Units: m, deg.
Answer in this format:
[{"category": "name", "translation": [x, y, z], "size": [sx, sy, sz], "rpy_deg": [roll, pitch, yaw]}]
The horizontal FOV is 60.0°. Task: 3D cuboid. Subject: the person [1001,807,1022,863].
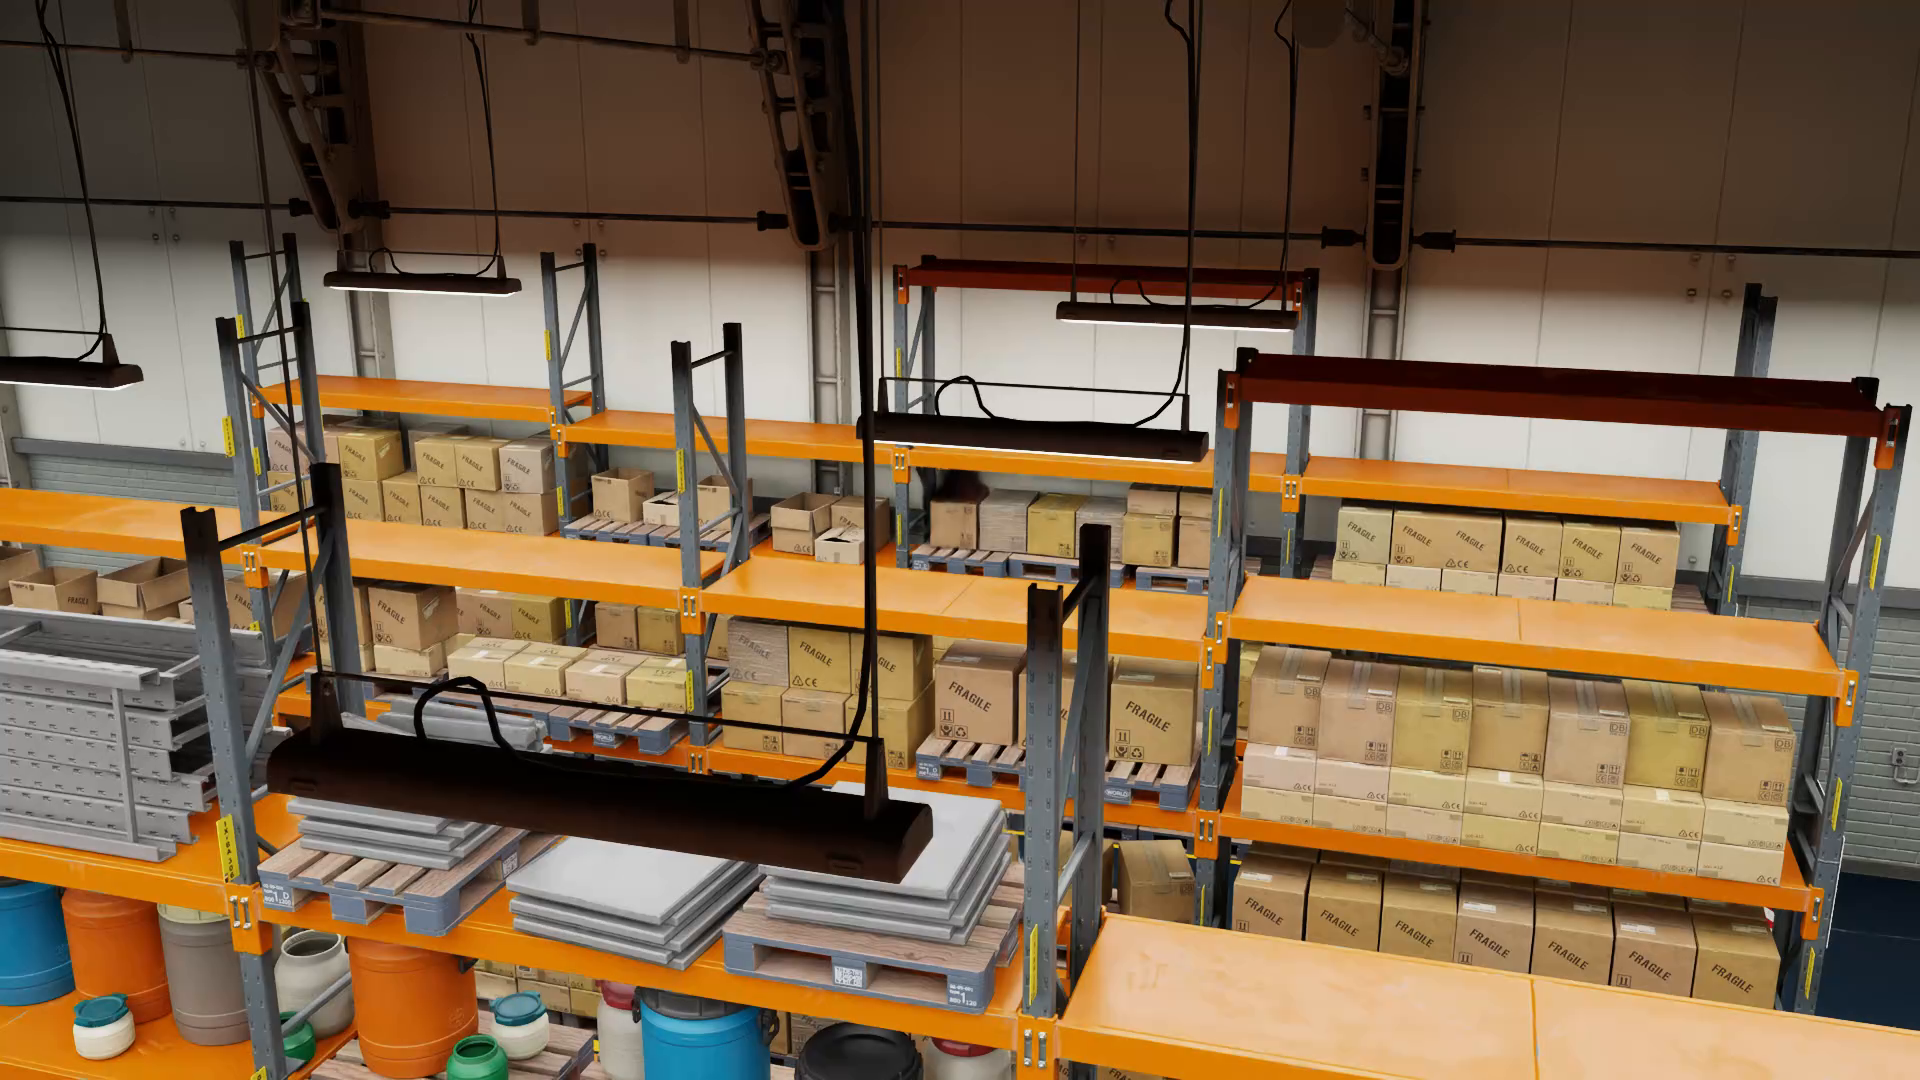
[{"category": "person", "translation": [0.126, 2.575, 16.297], "size": [1.054, 1.704, 0.690], "rpy_deg": [3, 16, 9]}]
